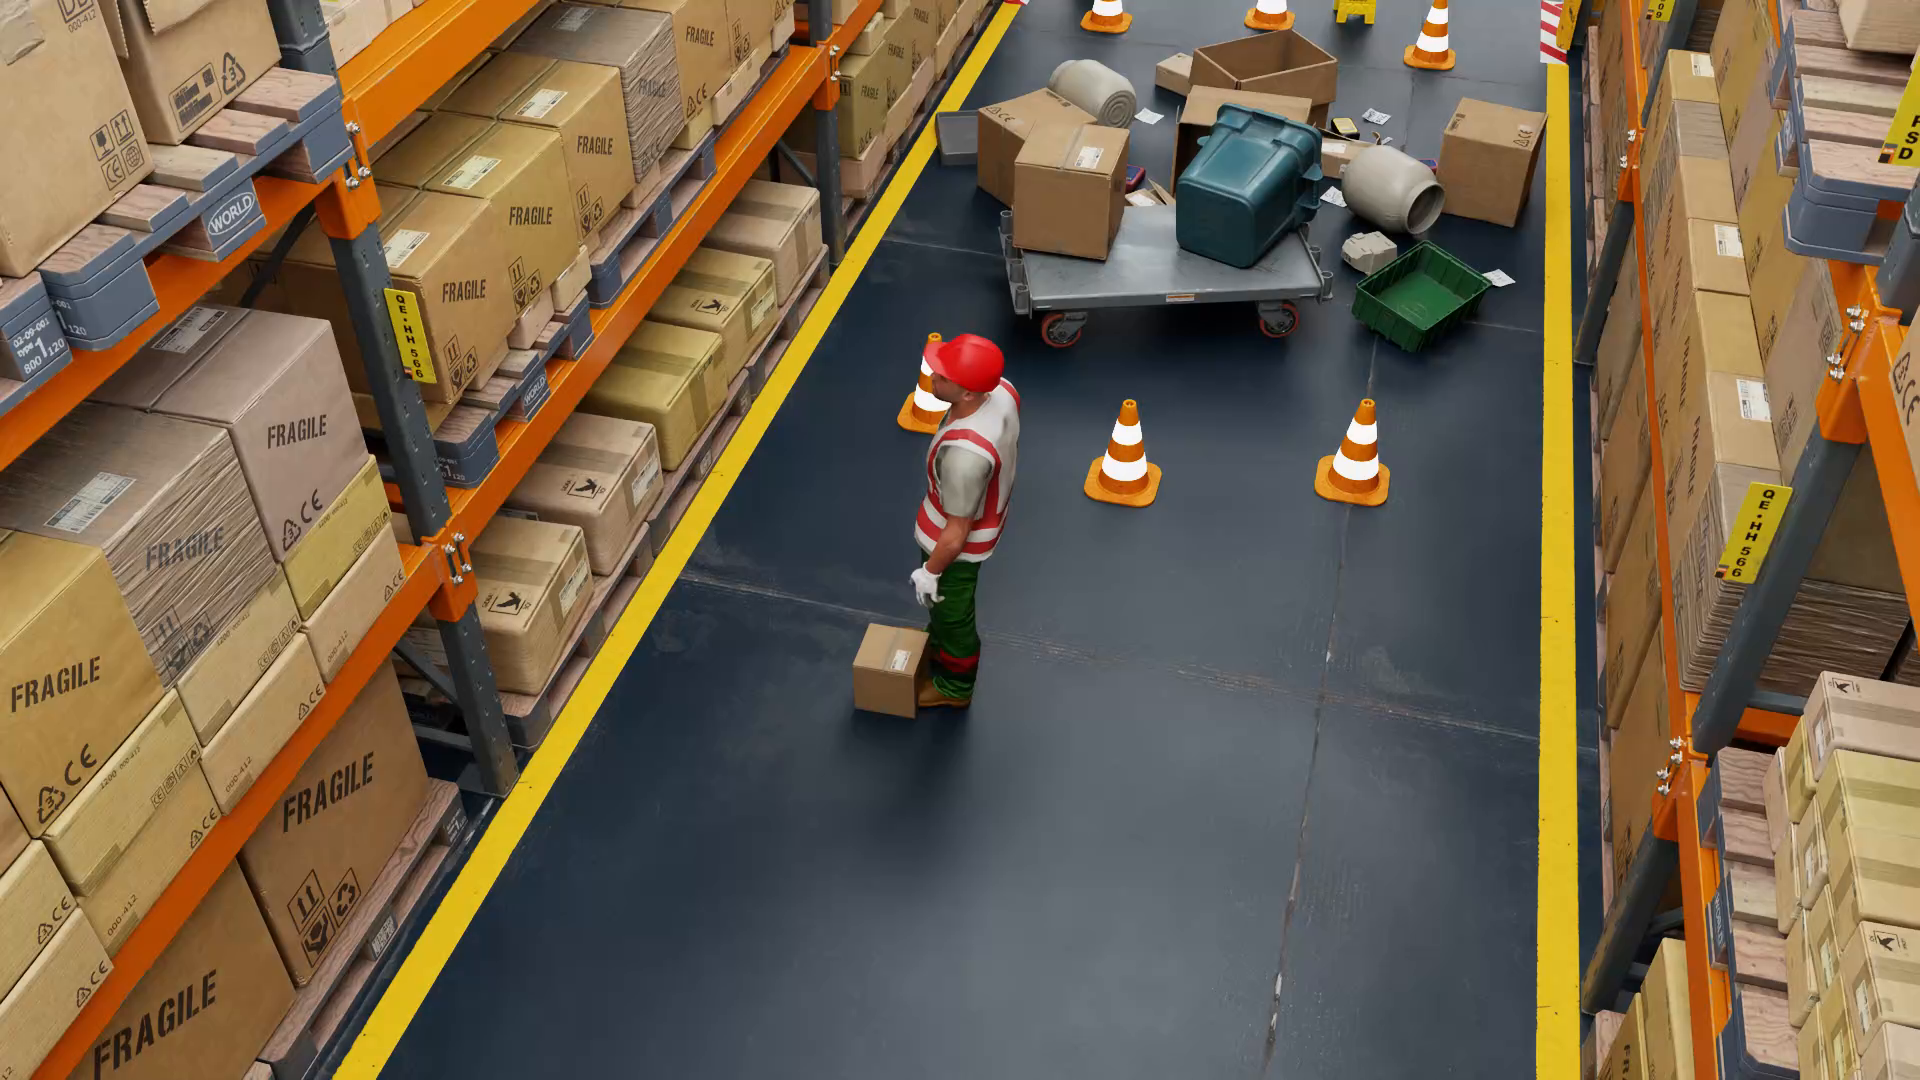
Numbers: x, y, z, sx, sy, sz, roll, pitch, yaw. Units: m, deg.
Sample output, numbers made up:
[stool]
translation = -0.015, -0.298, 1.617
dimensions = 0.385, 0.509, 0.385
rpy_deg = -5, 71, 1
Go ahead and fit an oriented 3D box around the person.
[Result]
[person]
translation = -0.079, -0.053, 6.186
dimensions = 0.565, 1.787, 0.638
rpy_deg = 10, 42, 11
